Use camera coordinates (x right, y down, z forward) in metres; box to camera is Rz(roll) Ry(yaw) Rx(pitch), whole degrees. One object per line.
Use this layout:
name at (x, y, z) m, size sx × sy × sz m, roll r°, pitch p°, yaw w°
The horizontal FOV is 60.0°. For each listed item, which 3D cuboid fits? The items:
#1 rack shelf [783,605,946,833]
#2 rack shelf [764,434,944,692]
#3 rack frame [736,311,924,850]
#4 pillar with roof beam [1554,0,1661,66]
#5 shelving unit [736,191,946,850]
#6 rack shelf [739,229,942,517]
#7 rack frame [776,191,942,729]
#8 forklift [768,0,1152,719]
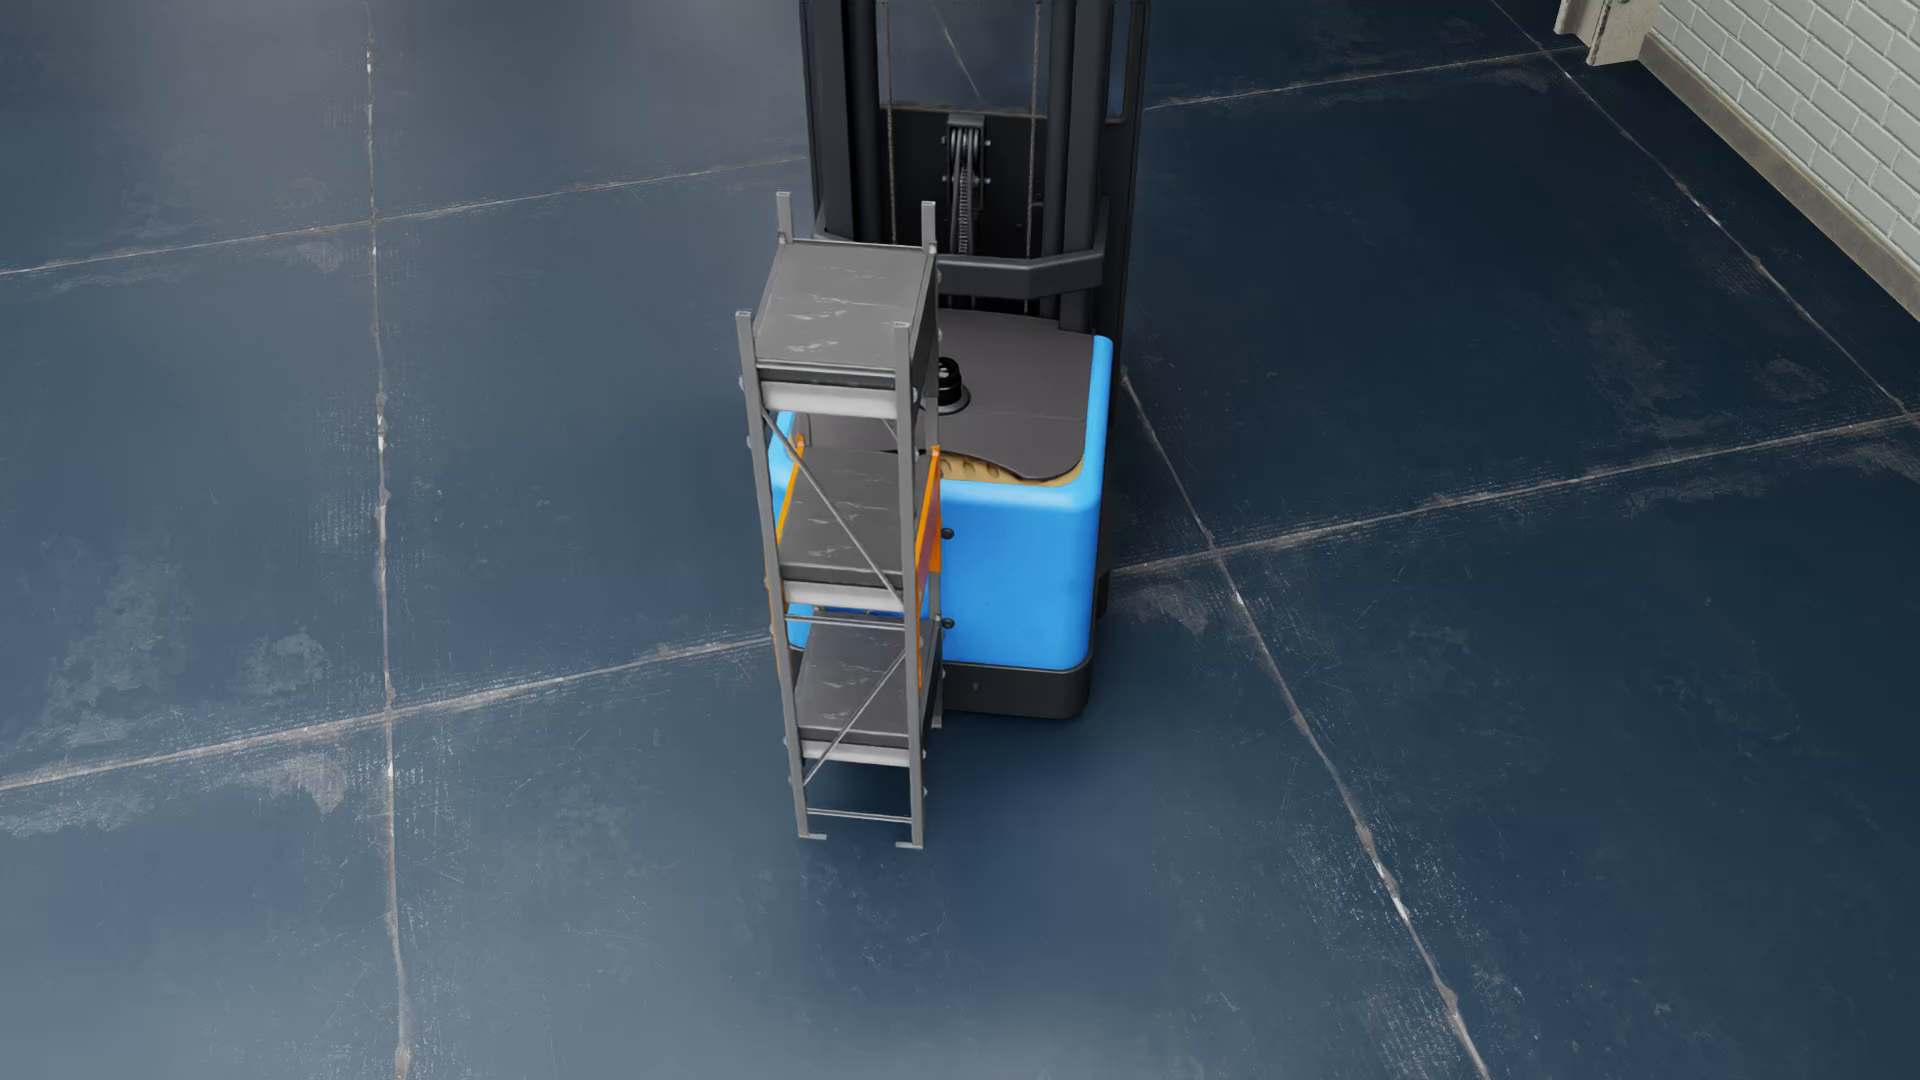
rack shelf at (-0.288, 0.555, 5.235) m, size 0.431 × 0.518 × 0.480 m, roll 5°, pitch 46°, yaw 5°
rack shelf at (-0.288, 0.065, 4.735) m, size 0.431 × 0.518 × 0.480 m, roll 5°, pitch 46°, yaw 5°
rack frame at (-0.315, 0.229, 4.555) m, size 0.400 × 2.100 × 0.015 m, roll 5°, pitch 46°, yaw 5°
pillar with roof beam at (-0.774, -4.999, 4.848) m, size 9.100 × 9.000 × 0.400 m, roll -11°, pitch 47°, yaw -10°
shelving unit at (-0.288, 0.056, 4.725) m, size 0.431 × 2.100 × 0.503 m, roll 5°, pitch 46°, yaw 5°
rack shelf at (-0.288, -0.424, 4.235) m, size 0.431 × 0.518 × 0.480 m, roll 5°, pitch 46°, yaw 5°
rack frame at (-0.260, -0.117, 4.895) m, size 0.400 × 2.100 × 0.015 m, roll 5°, pitch 46°, yaw 5°
forklift at (0.073, -1.485, 5.653) m, size 1.130 × 2.935 × 3.031 m, roll 5°, pitch 46°, yaw 5°
